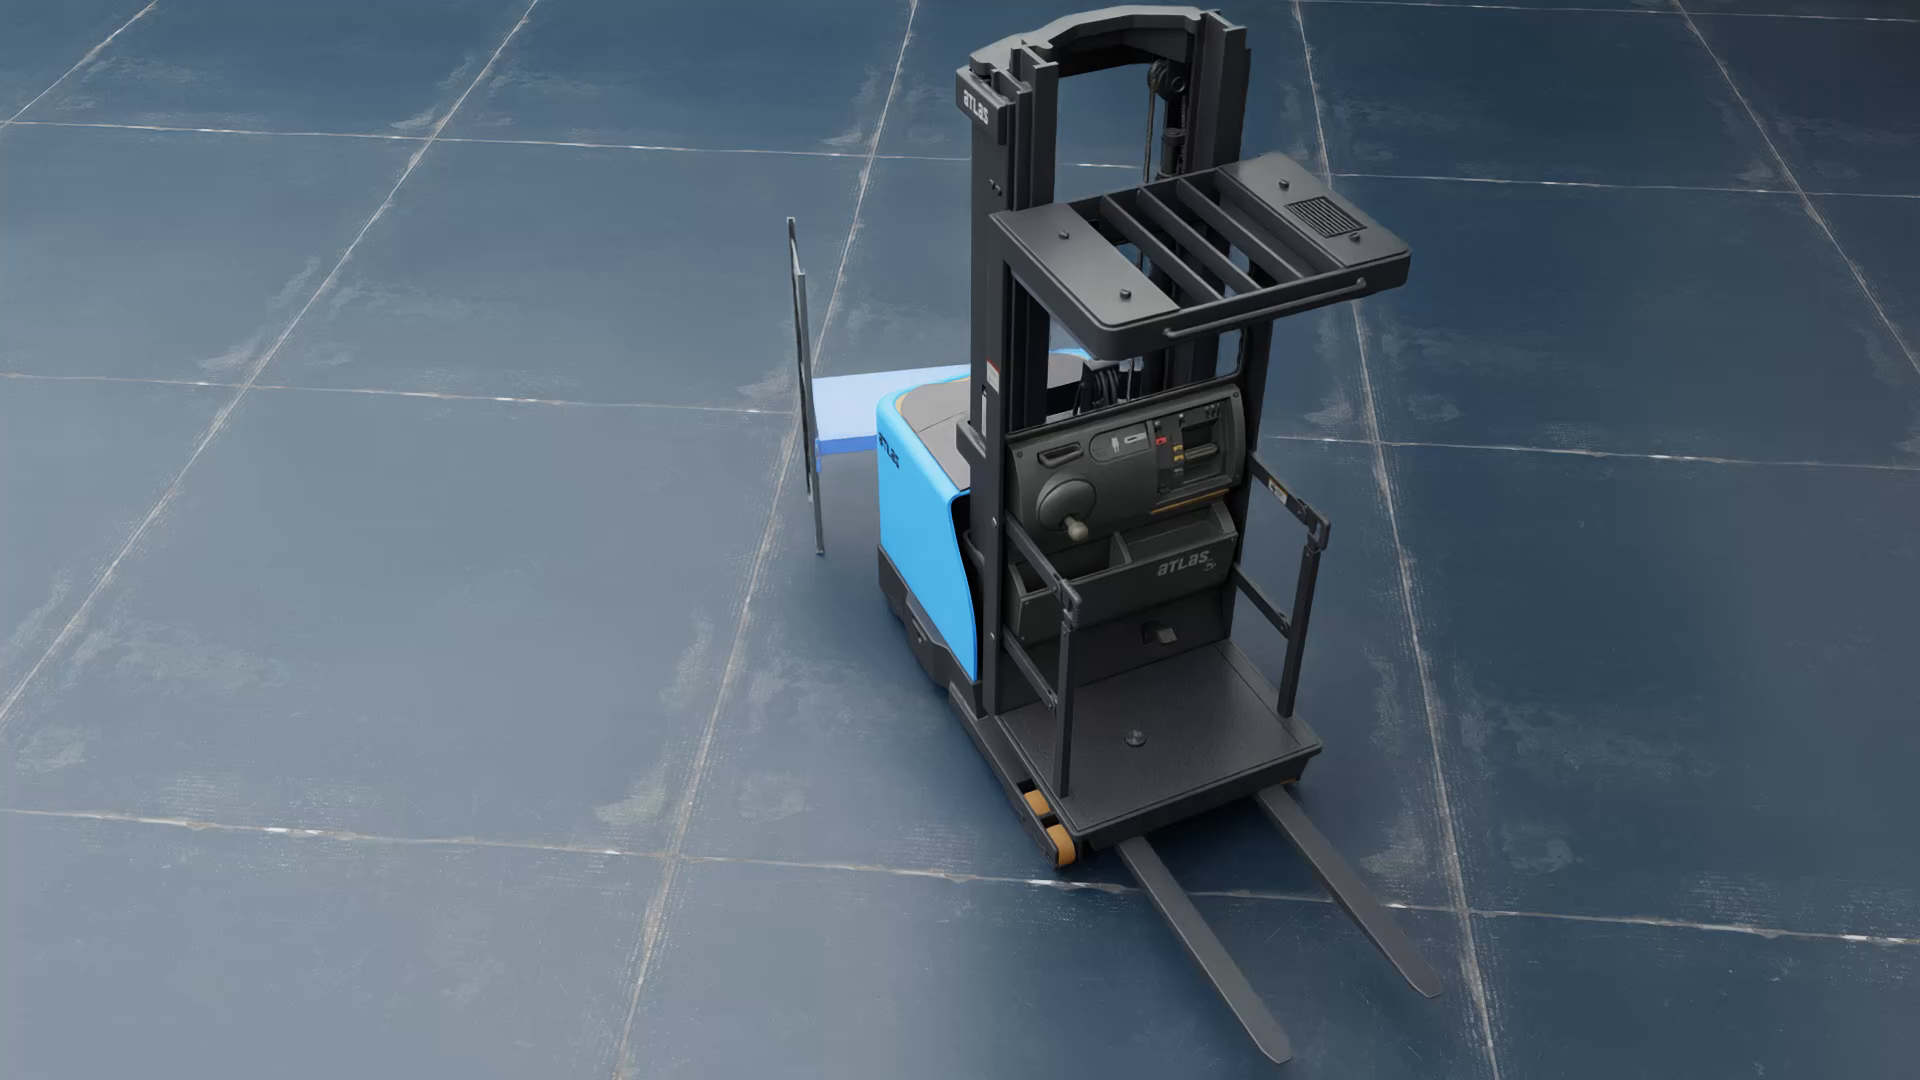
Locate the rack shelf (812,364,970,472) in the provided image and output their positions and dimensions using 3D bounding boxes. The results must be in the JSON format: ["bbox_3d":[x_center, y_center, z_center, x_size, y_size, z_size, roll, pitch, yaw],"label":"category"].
[{"bbox_3d":[-0.199,-0.590,7.742,1.000,0.185,0.538,-6,40,-7],"label":"rack shelf"}]

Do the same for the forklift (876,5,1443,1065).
[{"bbox_3d":[0.709,-0.198,5.842,1.130,2.935,3.031,-16,42,-19],"label":"forklift"}]

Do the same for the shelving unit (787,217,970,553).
[{"bbox_3d":[-0.199,-0.729,7.628,1.048,1.500,0.538,-6,40,-7],"label":"shelving unit"}]

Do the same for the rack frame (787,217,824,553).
[{"bbox_3d":[-0.700,-0.675,7.562,0.032,1.500,0.500,-6,40,-7],"label":"rack frame"}]
